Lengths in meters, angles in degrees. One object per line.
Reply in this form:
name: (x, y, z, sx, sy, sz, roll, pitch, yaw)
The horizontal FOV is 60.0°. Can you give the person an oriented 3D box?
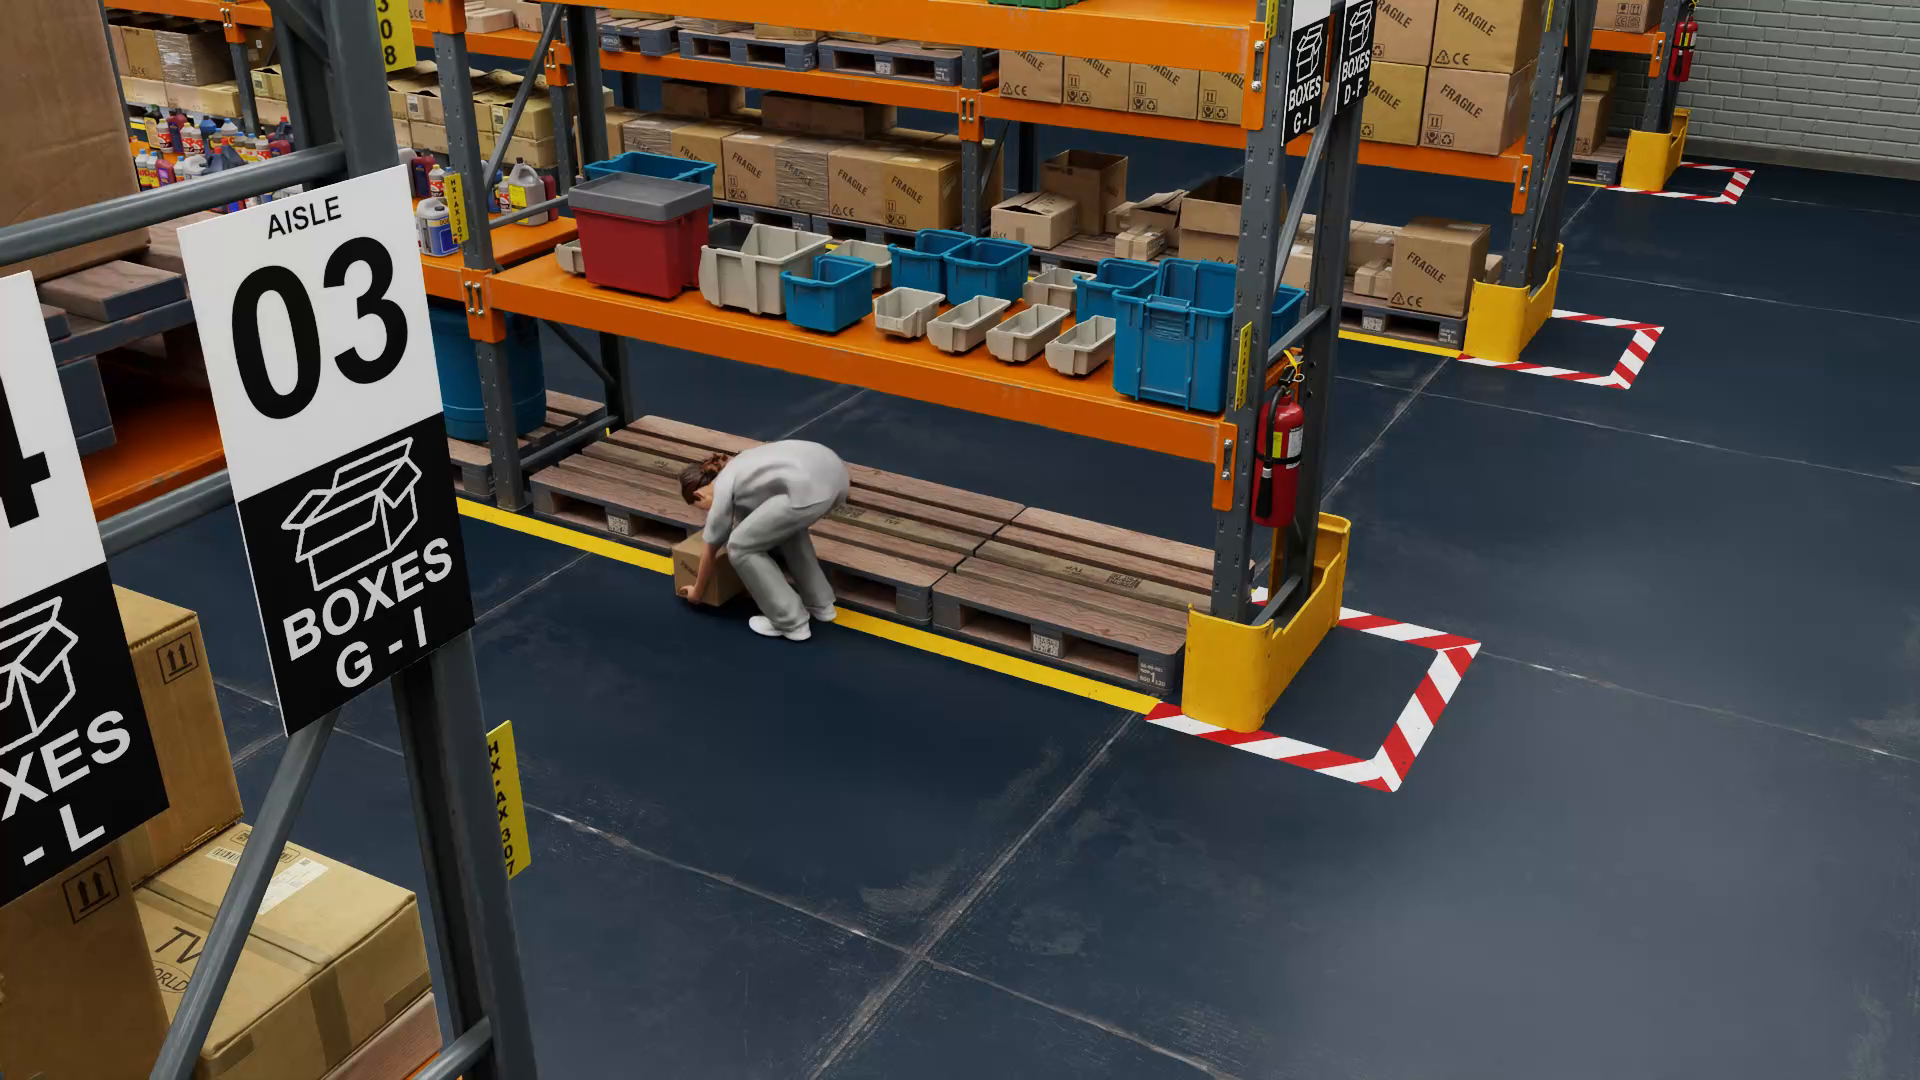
person: (-0.916, -0.047, 7.584, 0.856, 0.892, 0.461, 13, 29, 24)
